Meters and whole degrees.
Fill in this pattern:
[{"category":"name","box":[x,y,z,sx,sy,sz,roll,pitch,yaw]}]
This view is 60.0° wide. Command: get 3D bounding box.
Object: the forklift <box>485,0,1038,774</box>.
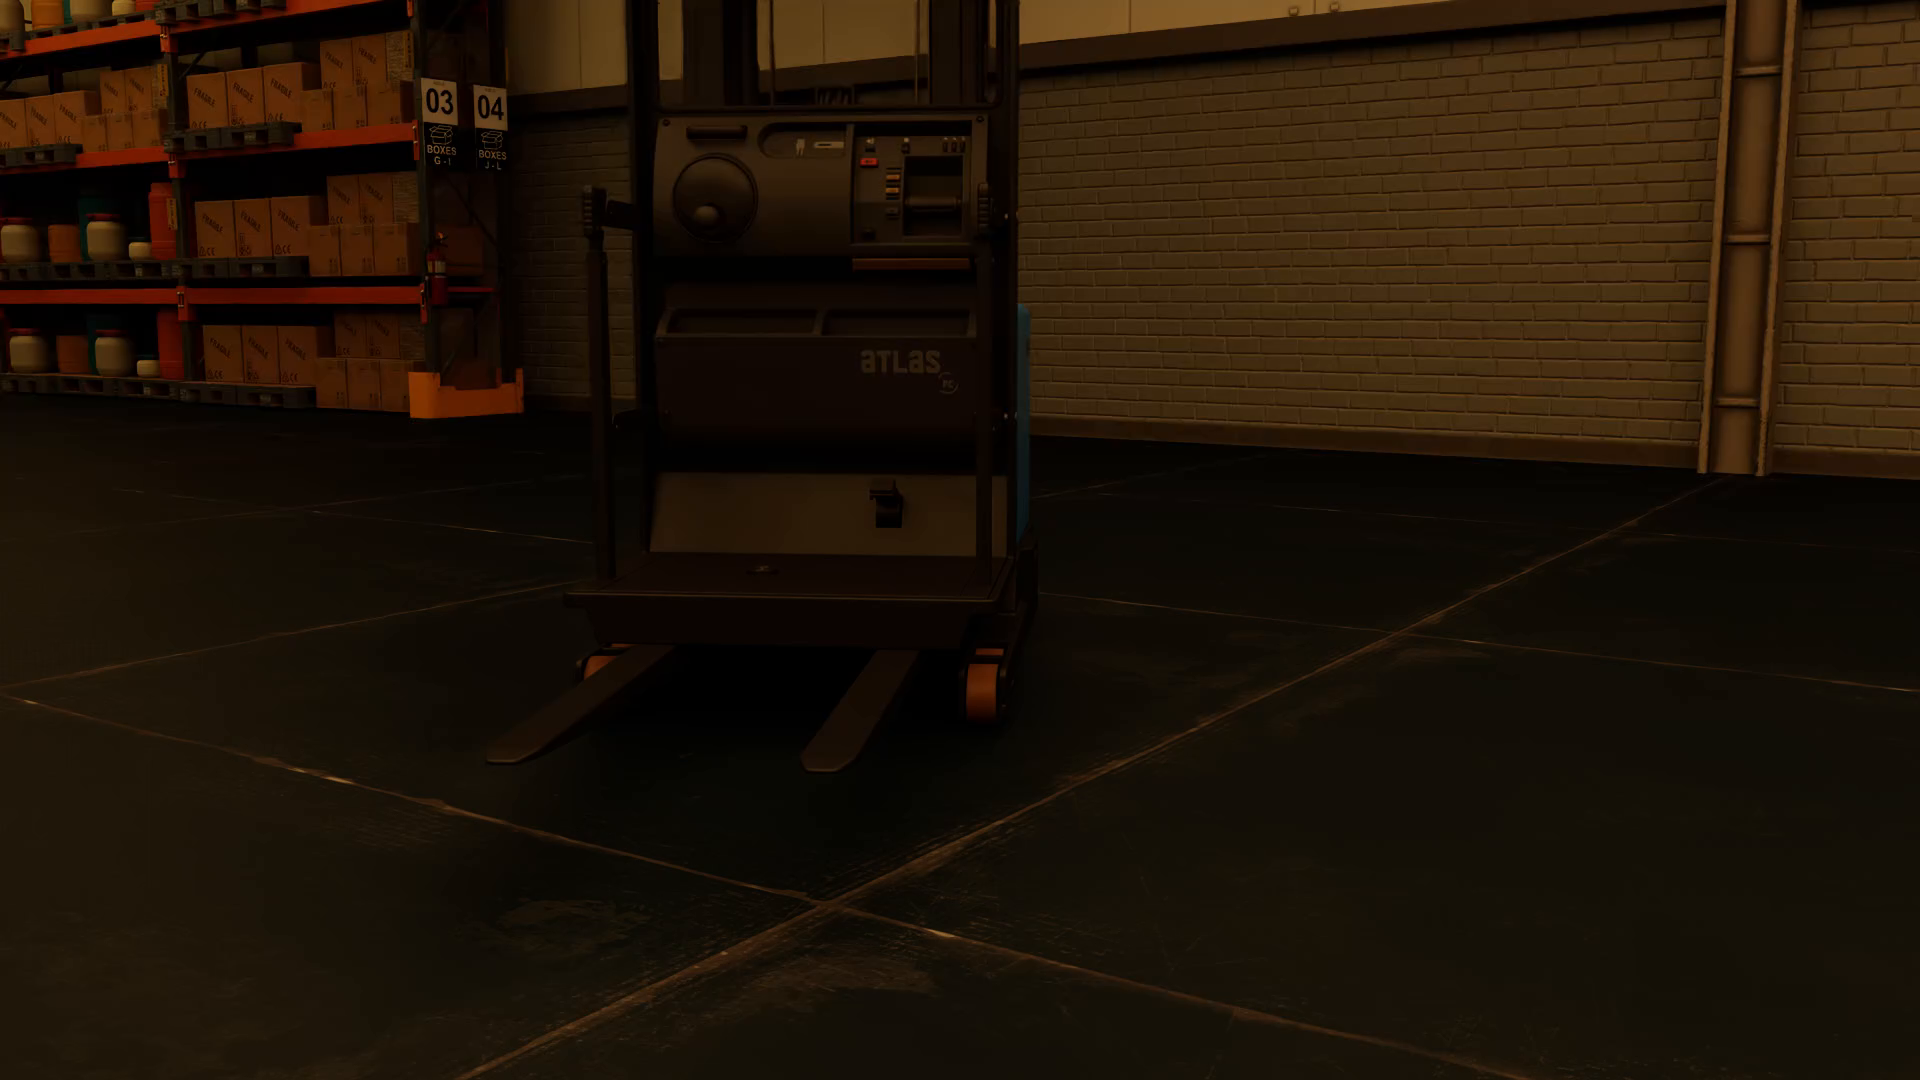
[{"category":"forklift","box":[-0.405,-1.024,4.394,1.130,2.935,3.031,1,8,6]}]
